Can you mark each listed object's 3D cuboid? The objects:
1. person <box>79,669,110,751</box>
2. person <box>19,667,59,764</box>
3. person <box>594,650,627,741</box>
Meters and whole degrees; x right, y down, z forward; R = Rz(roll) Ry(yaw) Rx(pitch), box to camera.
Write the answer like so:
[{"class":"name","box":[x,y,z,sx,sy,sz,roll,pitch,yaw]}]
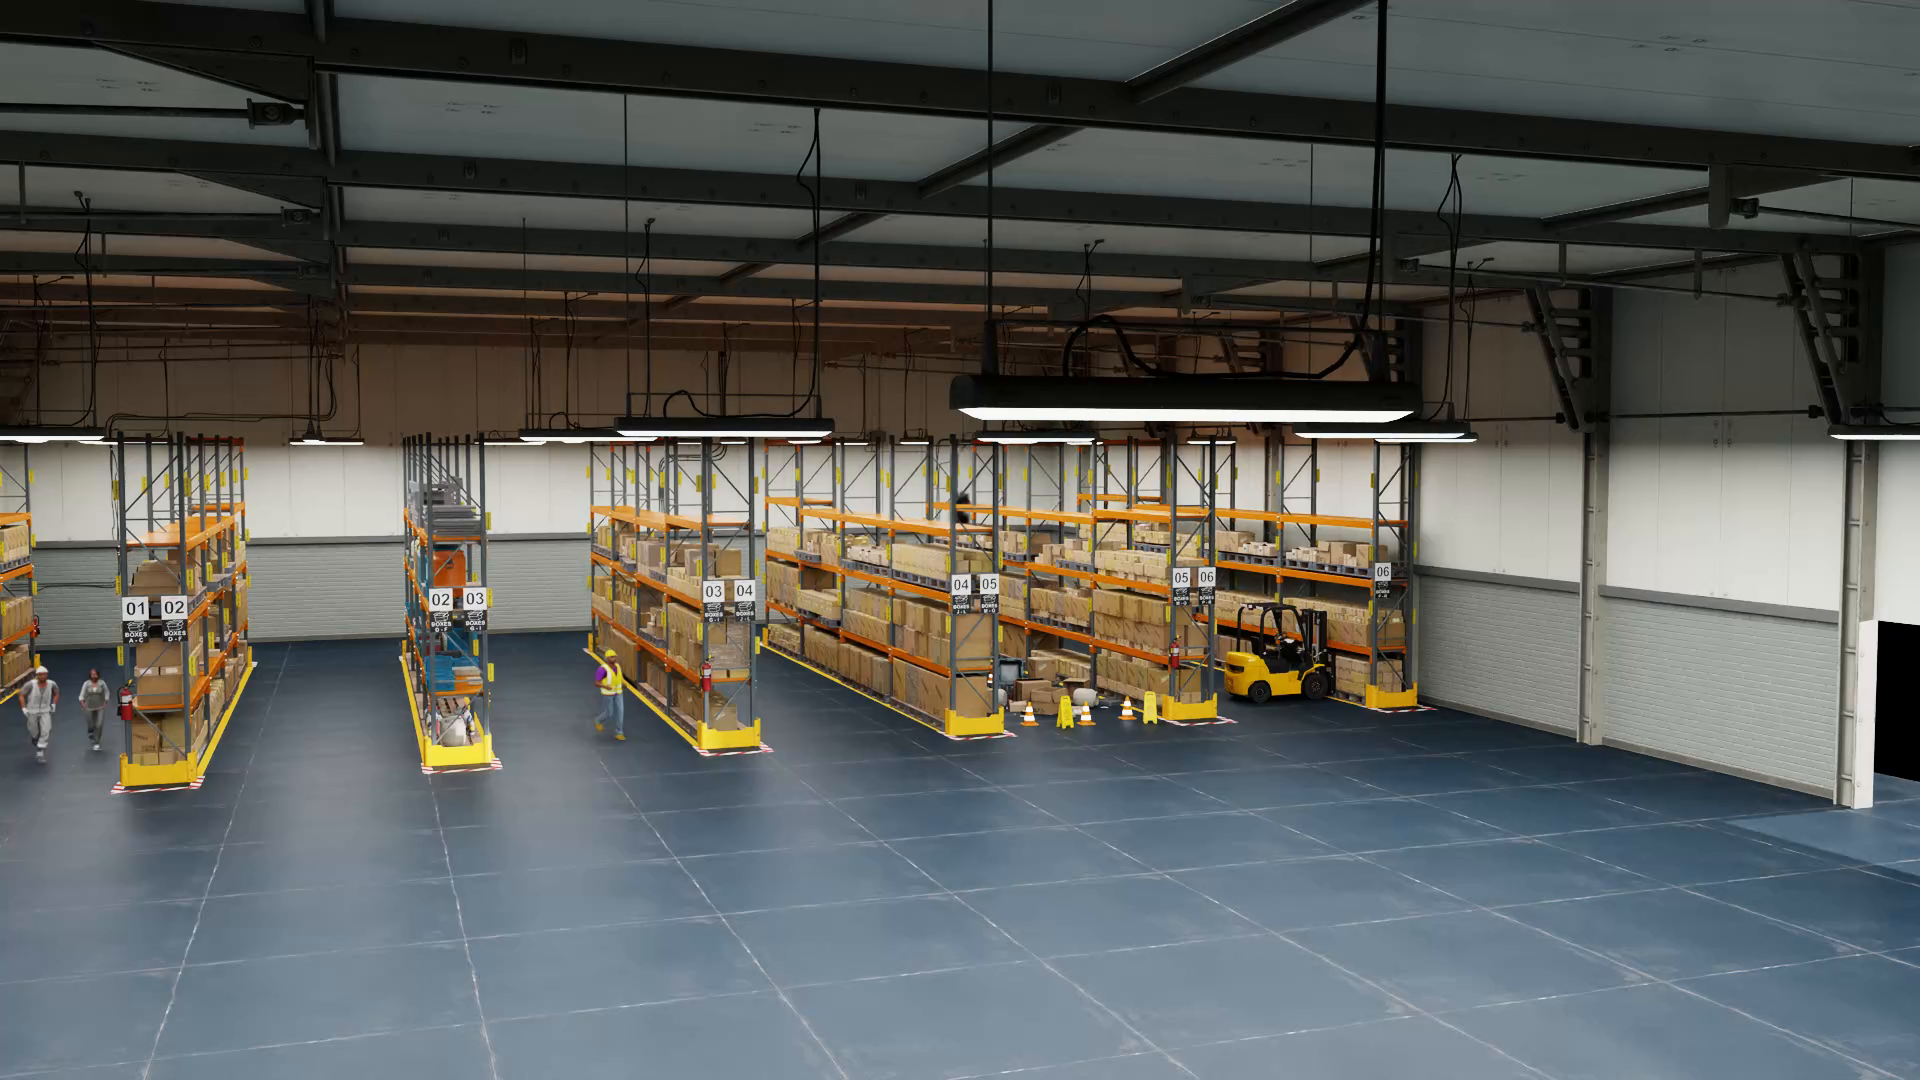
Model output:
[{"class":"person","box":[-16.438,3.203,31.601,0.522,1.554,0.598,-2,4,-30]},{"class":"person","box":[-16.879,3.178,30.498,0.662,1.759,0.895,-2,4,-36]},{"class":"person","box":[-6.864,3.038,32.707,0.915,1.767,0.699,3,4,43]}]
